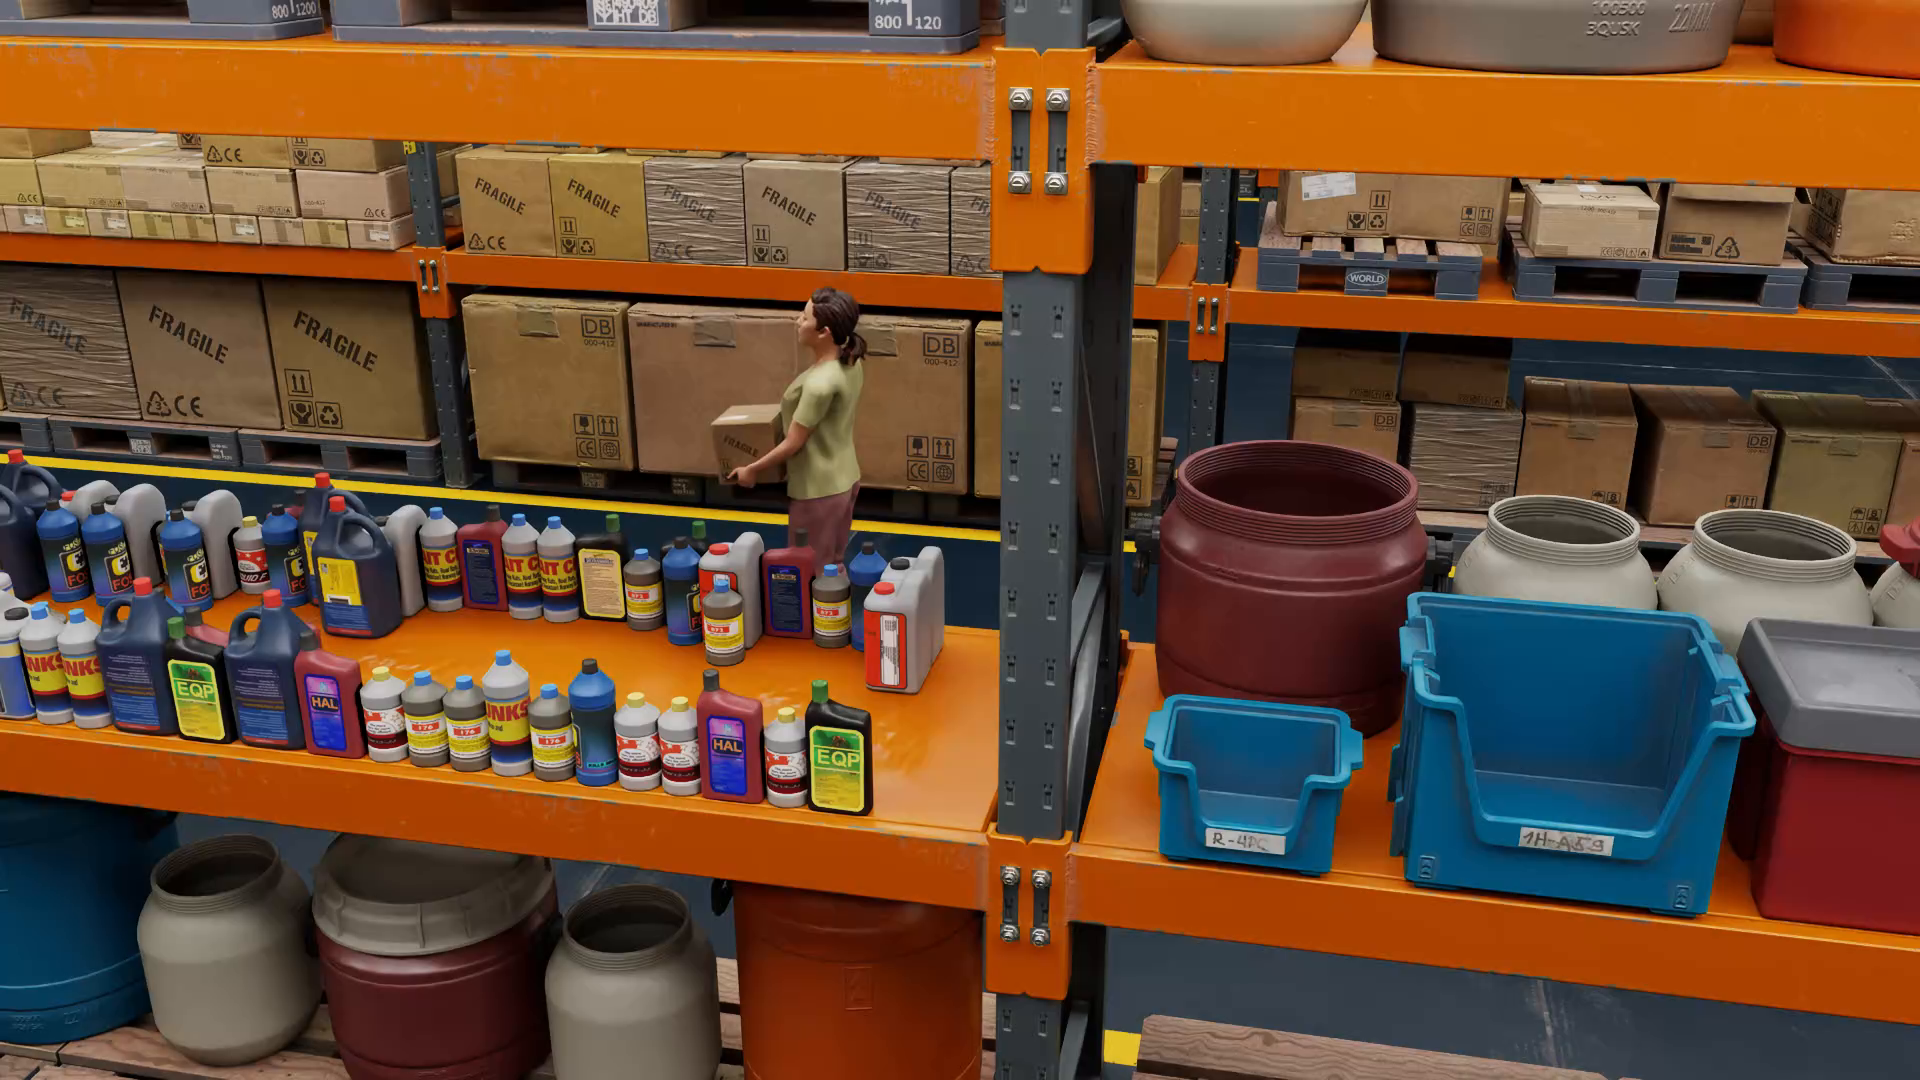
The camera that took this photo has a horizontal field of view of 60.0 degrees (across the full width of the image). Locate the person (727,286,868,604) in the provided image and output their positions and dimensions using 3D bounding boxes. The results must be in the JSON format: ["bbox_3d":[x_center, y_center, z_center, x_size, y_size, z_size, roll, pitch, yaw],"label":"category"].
[{"bbox_3d":[-0.612,-0.187,6.571,0.550,1.664,0.431,4,22,11],"label":"person"}]
